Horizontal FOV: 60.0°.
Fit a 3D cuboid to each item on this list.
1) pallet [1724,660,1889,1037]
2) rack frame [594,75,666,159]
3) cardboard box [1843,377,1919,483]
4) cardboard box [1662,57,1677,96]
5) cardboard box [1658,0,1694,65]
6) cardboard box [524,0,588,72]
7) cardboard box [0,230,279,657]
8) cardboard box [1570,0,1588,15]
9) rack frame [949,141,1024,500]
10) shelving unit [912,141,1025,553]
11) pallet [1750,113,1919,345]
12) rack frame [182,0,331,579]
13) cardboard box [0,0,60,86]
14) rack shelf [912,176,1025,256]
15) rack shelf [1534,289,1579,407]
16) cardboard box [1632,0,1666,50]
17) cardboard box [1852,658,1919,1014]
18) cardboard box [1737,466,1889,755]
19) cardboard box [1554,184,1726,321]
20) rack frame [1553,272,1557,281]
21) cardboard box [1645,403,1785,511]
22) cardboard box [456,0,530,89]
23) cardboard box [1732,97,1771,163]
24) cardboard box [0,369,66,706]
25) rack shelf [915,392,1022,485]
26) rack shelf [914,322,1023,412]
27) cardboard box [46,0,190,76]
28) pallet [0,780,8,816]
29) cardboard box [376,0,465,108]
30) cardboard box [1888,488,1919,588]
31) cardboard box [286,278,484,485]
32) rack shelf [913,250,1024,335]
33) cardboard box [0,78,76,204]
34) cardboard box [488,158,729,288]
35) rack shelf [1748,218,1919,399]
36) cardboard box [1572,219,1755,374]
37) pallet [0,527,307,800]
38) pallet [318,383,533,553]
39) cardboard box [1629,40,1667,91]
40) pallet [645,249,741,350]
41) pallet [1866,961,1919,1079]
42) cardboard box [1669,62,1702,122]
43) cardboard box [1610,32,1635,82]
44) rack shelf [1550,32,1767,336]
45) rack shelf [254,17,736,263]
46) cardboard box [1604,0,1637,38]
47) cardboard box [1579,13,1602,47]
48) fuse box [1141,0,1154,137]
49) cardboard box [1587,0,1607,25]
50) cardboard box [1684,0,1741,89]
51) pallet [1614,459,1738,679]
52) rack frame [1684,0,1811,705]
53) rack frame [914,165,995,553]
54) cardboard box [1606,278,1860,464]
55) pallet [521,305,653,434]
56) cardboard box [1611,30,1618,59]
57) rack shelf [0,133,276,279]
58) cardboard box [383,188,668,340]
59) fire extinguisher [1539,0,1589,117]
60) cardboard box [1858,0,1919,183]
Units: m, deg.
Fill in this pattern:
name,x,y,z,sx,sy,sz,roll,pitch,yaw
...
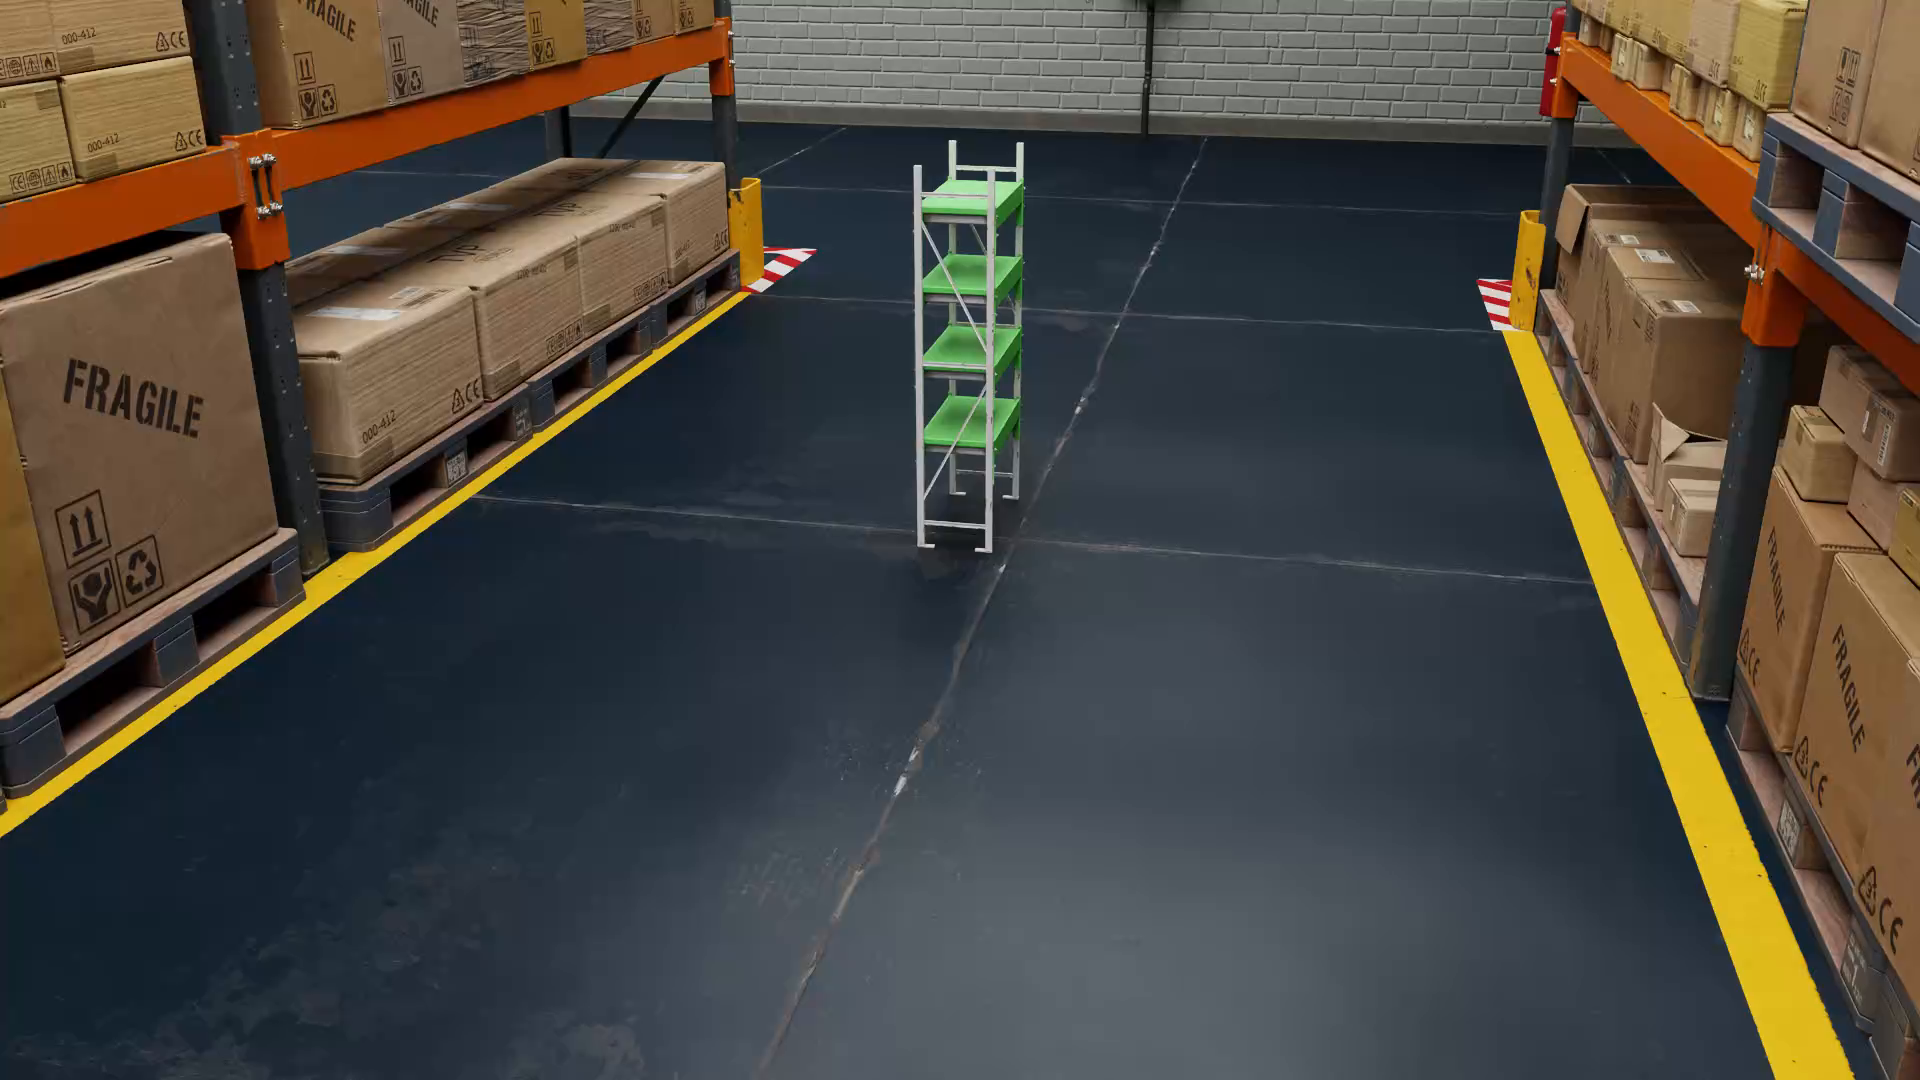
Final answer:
name,x,y,z,sx,sy,sz,roll,pitch,yaw
pallet,2.273,0.638,3.488,1.003,0.211,1.213,4,22,11
rack frame,-1.638,-2.796,8.281,0.949,2.616,0.053,4,22,11
cardboard box,2.063,-0.221,3.404,0.380,0.149,0.250,3,22,8
cardboard box,2.552,-1.539,5.495,0.380,0.149,0.250,4,22,11
cardboard box,2.470,-1.595,5.102,0.500,0.250,0.500,4,22,11
cardboard box,-1.786,-2.085,6.381,0.500,0.500,0.500,5,22,13
cardboard box,-2.506,-0.310,4.389,0.875,0.875,0.875,5,23,13
cardboard box,2.862,-2.342,6.956,0.500,0.250,0.500,5,22,11
rack frame,0.084,-0.706,5.501,0.240,1.200,0.015,4,22,11
shelving unit,0.034,-0.617,5.280,0.258,1.200,0.503,4,22,11
pallet,2.132,-0.583,3.044,1.003,0.211,1.213,4,22,11
rack frame,-2.458,-1.333,4.649,1.000,3.000,0.127,4,22,11
cardboard box,-2.404,-1.132,3.682,0.500,0.250,0.500,5,22,12
rack shelf,0.034,-1.003,5.124,0.258,0.148,0.480,4,22,11
rack shelf,-12.557,-1.232,4.665,30.696,2.800,11.642,4,22,11
cardboard box,2.576,-1.783,5.569,0.500,0.250,0.500,4,22,10
cardboard box,1.878,0.546,2.767,0.500,0.500,0.500,4,22,9
cardboard box,2.083,0.168,3.705,0.500,0.500,0.500,5,23,13
cardboard box,3.001,-1.239,7.195,0.797,0.503,0.637,4,22,9
rack frame,3.215,-2.419,7.346,0.949,2.616,0.053,4,22,11
cardboard box,2.301,-0.240,5.031,0.396,0.266,0.258,5,23,13
cardboard box,-1.891,-1.896,5.913,0.500,0.500,0.500,5,22,11
cardboard box,2.252,-1.072,4.338,0.380,0.149,0.250,5,22,12
cardboard box,-2.683,0.021,3.567,0.875,0.875,0.875,5,22,12
rack shelf,0.034,-0.335,5.393,0.258,0.148,0.480,4,22,11
rack shelf,0.034,-0.558,5.304,0.258,0.148,0.480,4,22,11
cardboard box,-2.310,-1.316,4.137,0.500,0.250,0.500,4,22,11
pallet,-2.788,0.696,3.344,1.003,0.211,1.213,4,22,11
cardboard box,-1.999,-1.715,5.463,0.500,0.500,0.500,5,22,11
cardboard box,2.047,0.020,3.203,0.380,0.149,0.250,3,22,8
cardboard box,-2.224,-0.561,5.599,0.875,0.438,0.875,4,22,10
rack shelf,0.034,-0.780,5.214,0.258,0.148,0.480,4,22,11
cardboard box,-2.407,-0.894,3.760,0.500,0.250,0.500,4,22,10
cardboard box,-1.678,-1.553,8.063,0.875,0.438,0.875,4,22,9
rack shelf,1.994,0.109,2.031,1.077,0.370,4.000,4,22,11
cardboard box,2.788,-0.928,6.427,0.700,0.500,0.500,5,23,13
pallet,-2.541,0.248,4.455,1.003,0.211,1.213,4,22,11
pallet,-2.226,-0.312,5.846,1.003,0.211,1.213,4,22,11
cardboard box,2.538,-1.638,5.742,0.380,0.149,0.250,5,22,12
pallet,-1.728,-1.204,8.061,1.003,0.211,1.213,4,22,11
pallet,2.027,1.085,2.377,1.003,0.211,1.213,4,22,11
cardboard box,2.386,-1.359,5.048,0.380,0.149,0.250,4,22,10
cardboard box,2.571,-1.736,5.985,0.380,0.149,0.250,4,22,9
rack shelf,2.810,-1.354,5.663,1.077,0.370,4.000,4,22,11
rack shelf,-2.050,-1.731,6.599,1.077,0.370,4.000,4,22,11
cardboard box,2.659,-1.972,6.038,0.500,0.250,0.500,4,22,10
cardboard box,2.883,-2.203,7.145,0.380,0.149,0.250,4,22,11
fuse box,1.513,-4.049,13.117,0.539,1.711,0.414,4,22,11
cardboard box,2.760,-2.158,6.499,0.500,0.250,0.500,5,22,11
cardboard box,2.355,-1.414,4.652,0.500,0.250,0.500,5,22,11
pallet,2.543,0.086,4.857,1.003,0.211,1.213,4,22,11
rack frame,2.402,-0.956,3.713,1.000,3.000,0.127,4,22,11
rack frame,-0.016,-0.528,5.058,0.240,1.200,0.015,4,22,11
cardboard box,2.577,-0.549,5.485,0.700,0.500,0.500,4,22,9
pallet,-1.979,-0.759,6.957,1.003,0.211,1.213,4,22,11
cardboard box,2.745,-1.920,6.443,0.380,0.149,0.250,5,23,13
rack shelf,-2.866,-0.268,2.967,1.077,0.370,4.000,4,22,11
cardboard box,-1.857,-1.218,7.230,0.875,0.438,0.875,5,22,12
fire extinguisher,2.796,-2.299,7.650,0.296,0.674,0.183,4,22,11
cardboard box,1.979,-0.848,2.748,0.700,0.500,0.500,5,22,12
